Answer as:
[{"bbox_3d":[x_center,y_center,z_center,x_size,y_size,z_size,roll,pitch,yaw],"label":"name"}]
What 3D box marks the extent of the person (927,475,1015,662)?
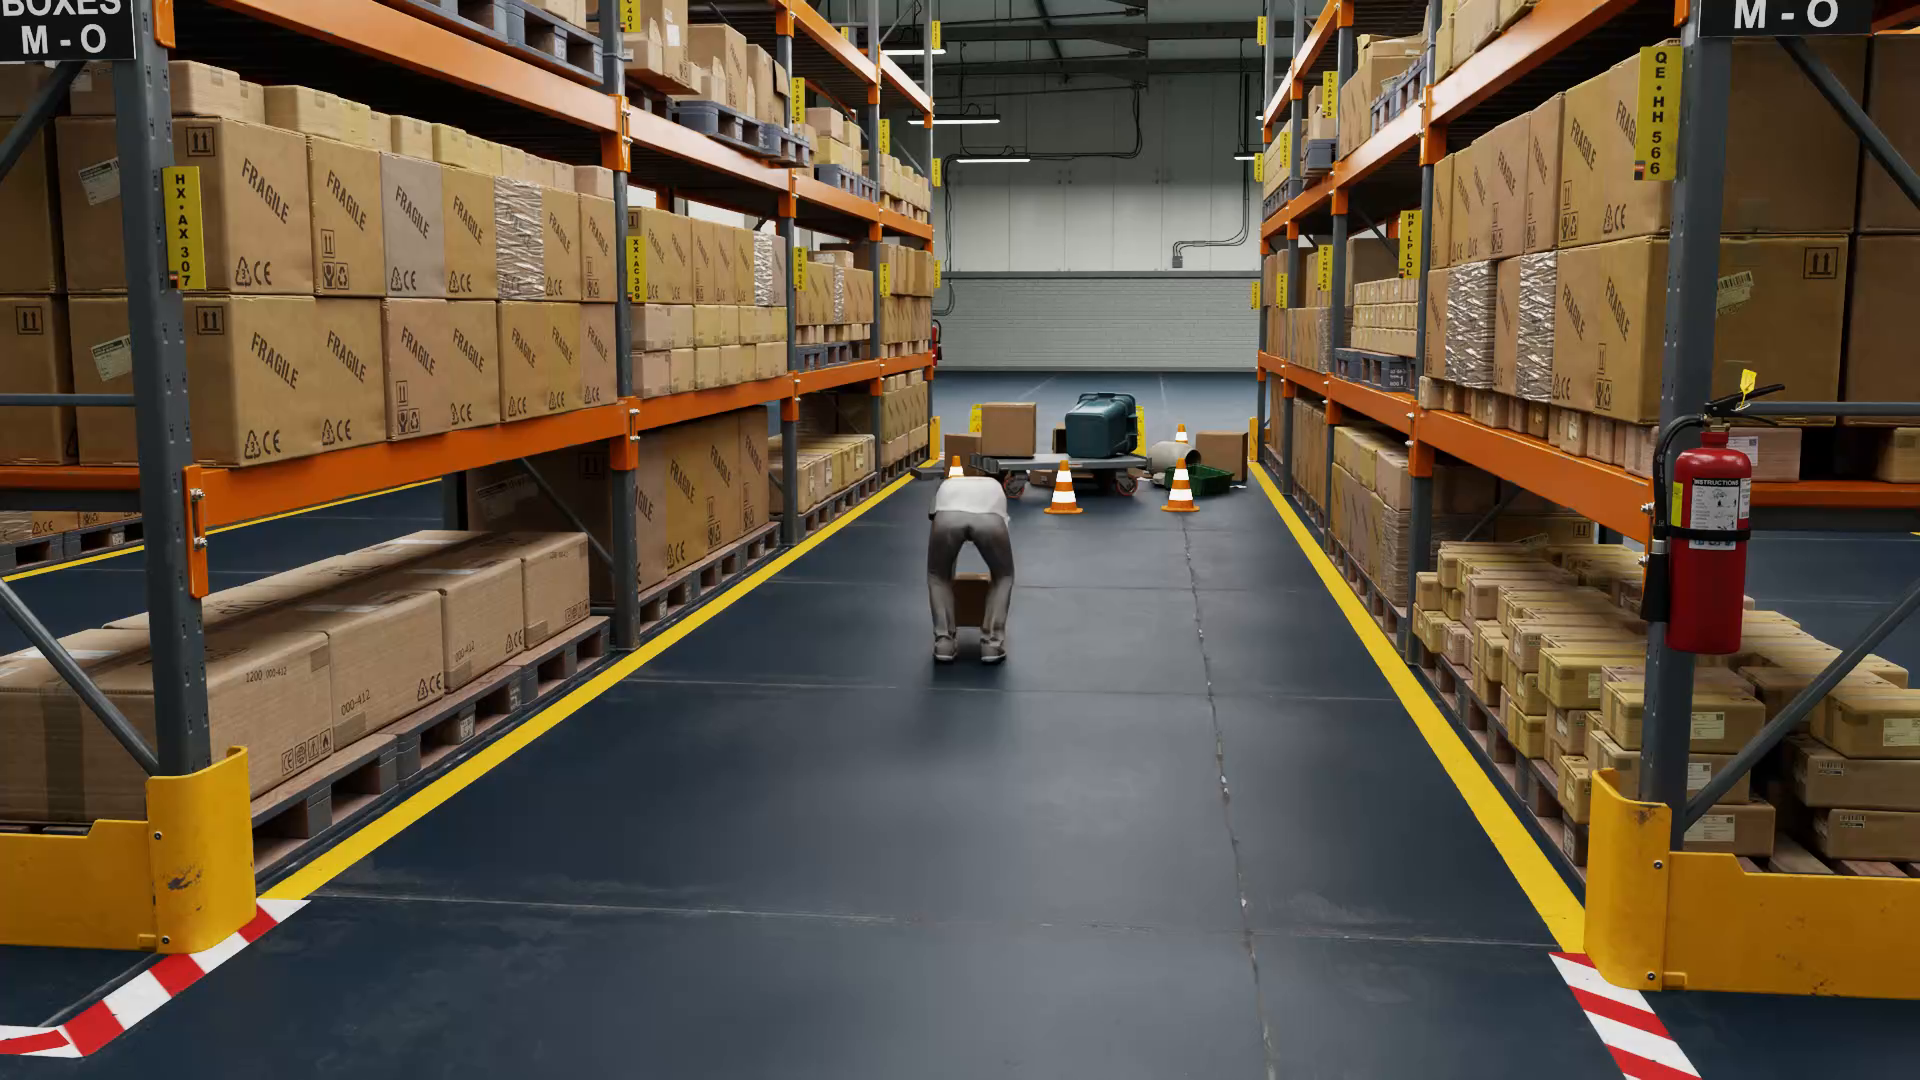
[{"bbox_3d":[0.058,0.120,8.594,0.452,0.947,0.890,0,8,3],"label":"person"}]
